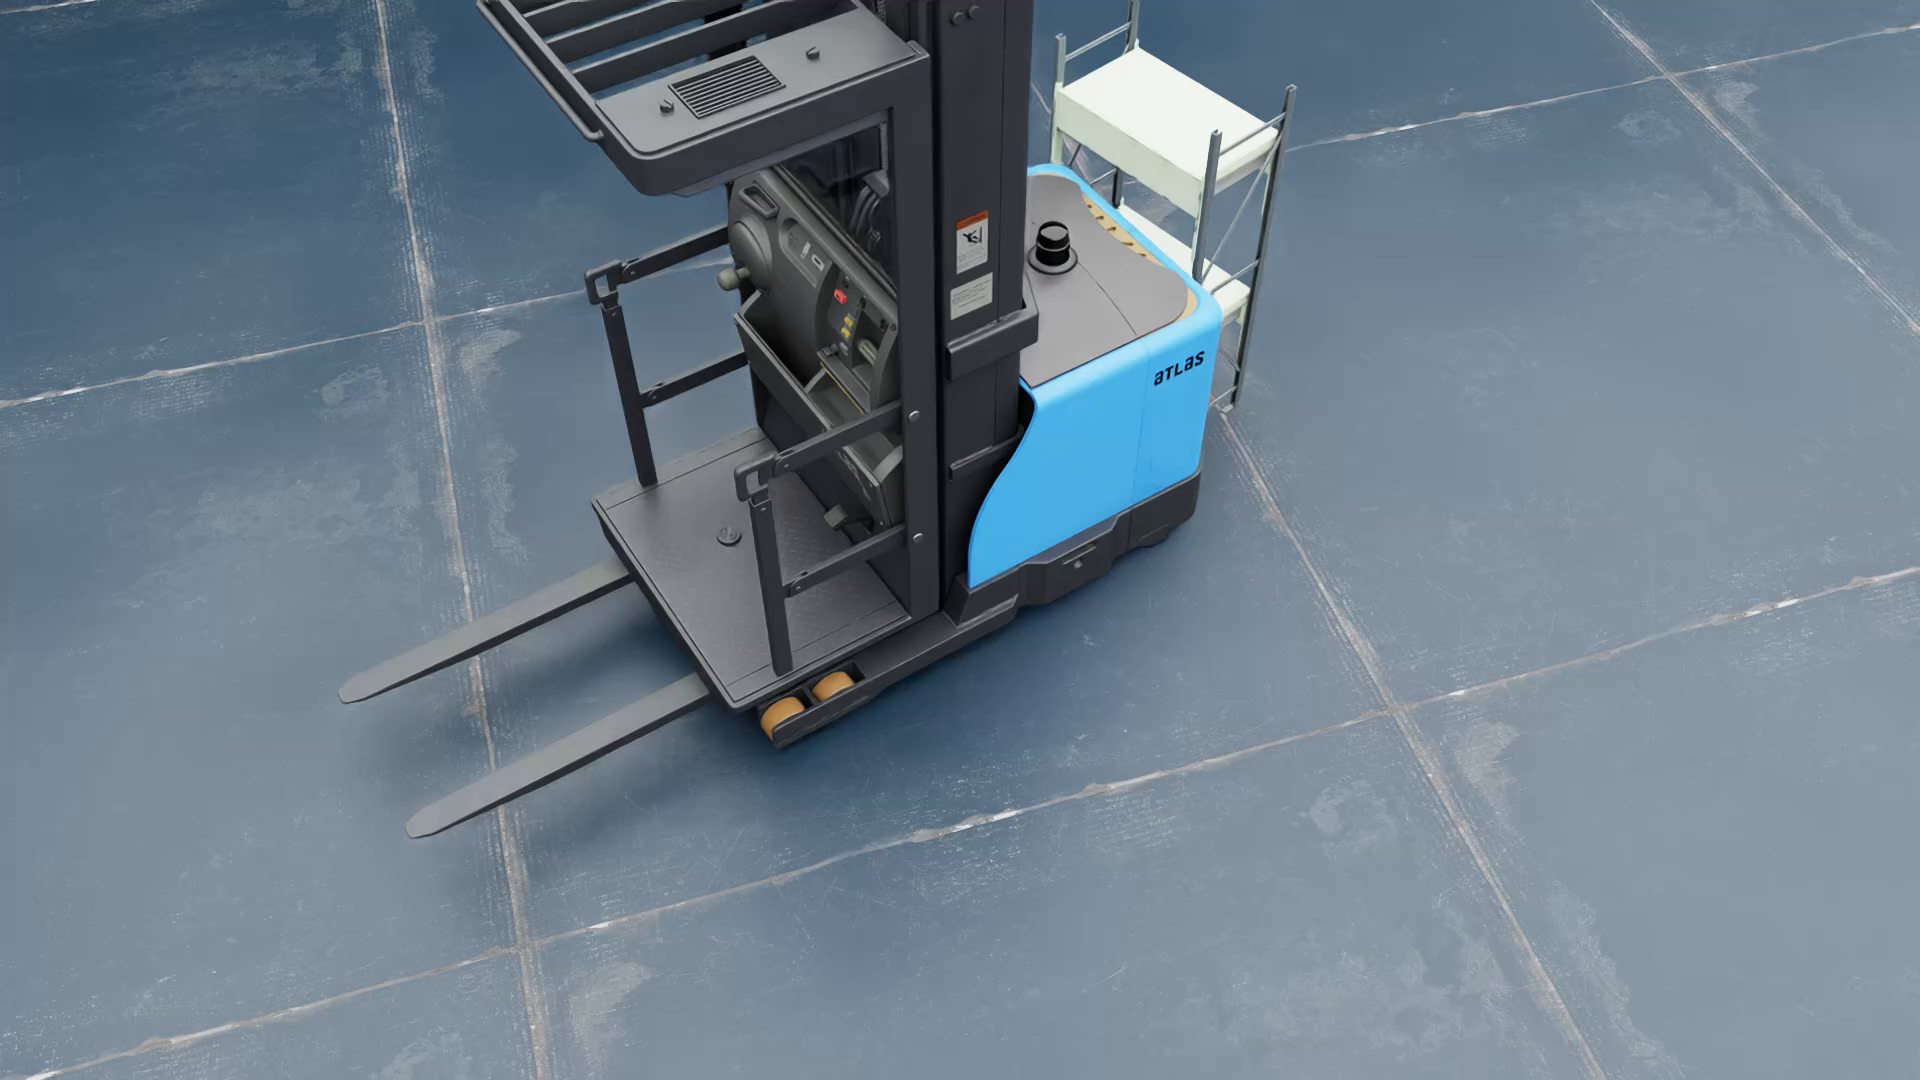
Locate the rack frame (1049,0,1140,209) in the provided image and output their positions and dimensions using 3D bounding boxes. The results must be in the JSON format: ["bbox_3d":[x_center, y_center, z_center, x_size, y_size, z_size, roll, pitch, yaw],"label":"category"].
[{"bbox_3d":[0.485,-1.355,6.411,0.400,1.500,0.023,-34,58,-25],"label":"rack frame"}]

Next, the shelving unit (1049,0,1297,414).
[{"bbox_3d":[0.729,-1.146,6.235,0.431,1.500,0.755,-34,58,-25],"label":"shelving unit"}]

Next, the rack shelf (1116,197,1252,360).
[{"bbox_3d":[0.729,-0.935,6.484,0.431,0.370,0.720,-34,58,-25],"label":"rack shelf"}]

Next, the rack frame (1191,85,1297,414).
[{"bbox_3d":[0.972,-0.937,6.059,0.400,1.500,0.023,-34,58,-25],"label":"rack frame"}]

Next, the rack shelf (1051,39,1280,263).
[{"bbox_3d":[0.729,-1.397,5.936,0.431,0.370,0.720,-34,58,-25],"label":"rack shelf"}]

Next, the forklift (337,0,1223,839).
[{"bbox_3d":[-0.624,-0.716,4.936,3.031,2.935,1.130,-26,55,-21],"label":"forklift"}]
